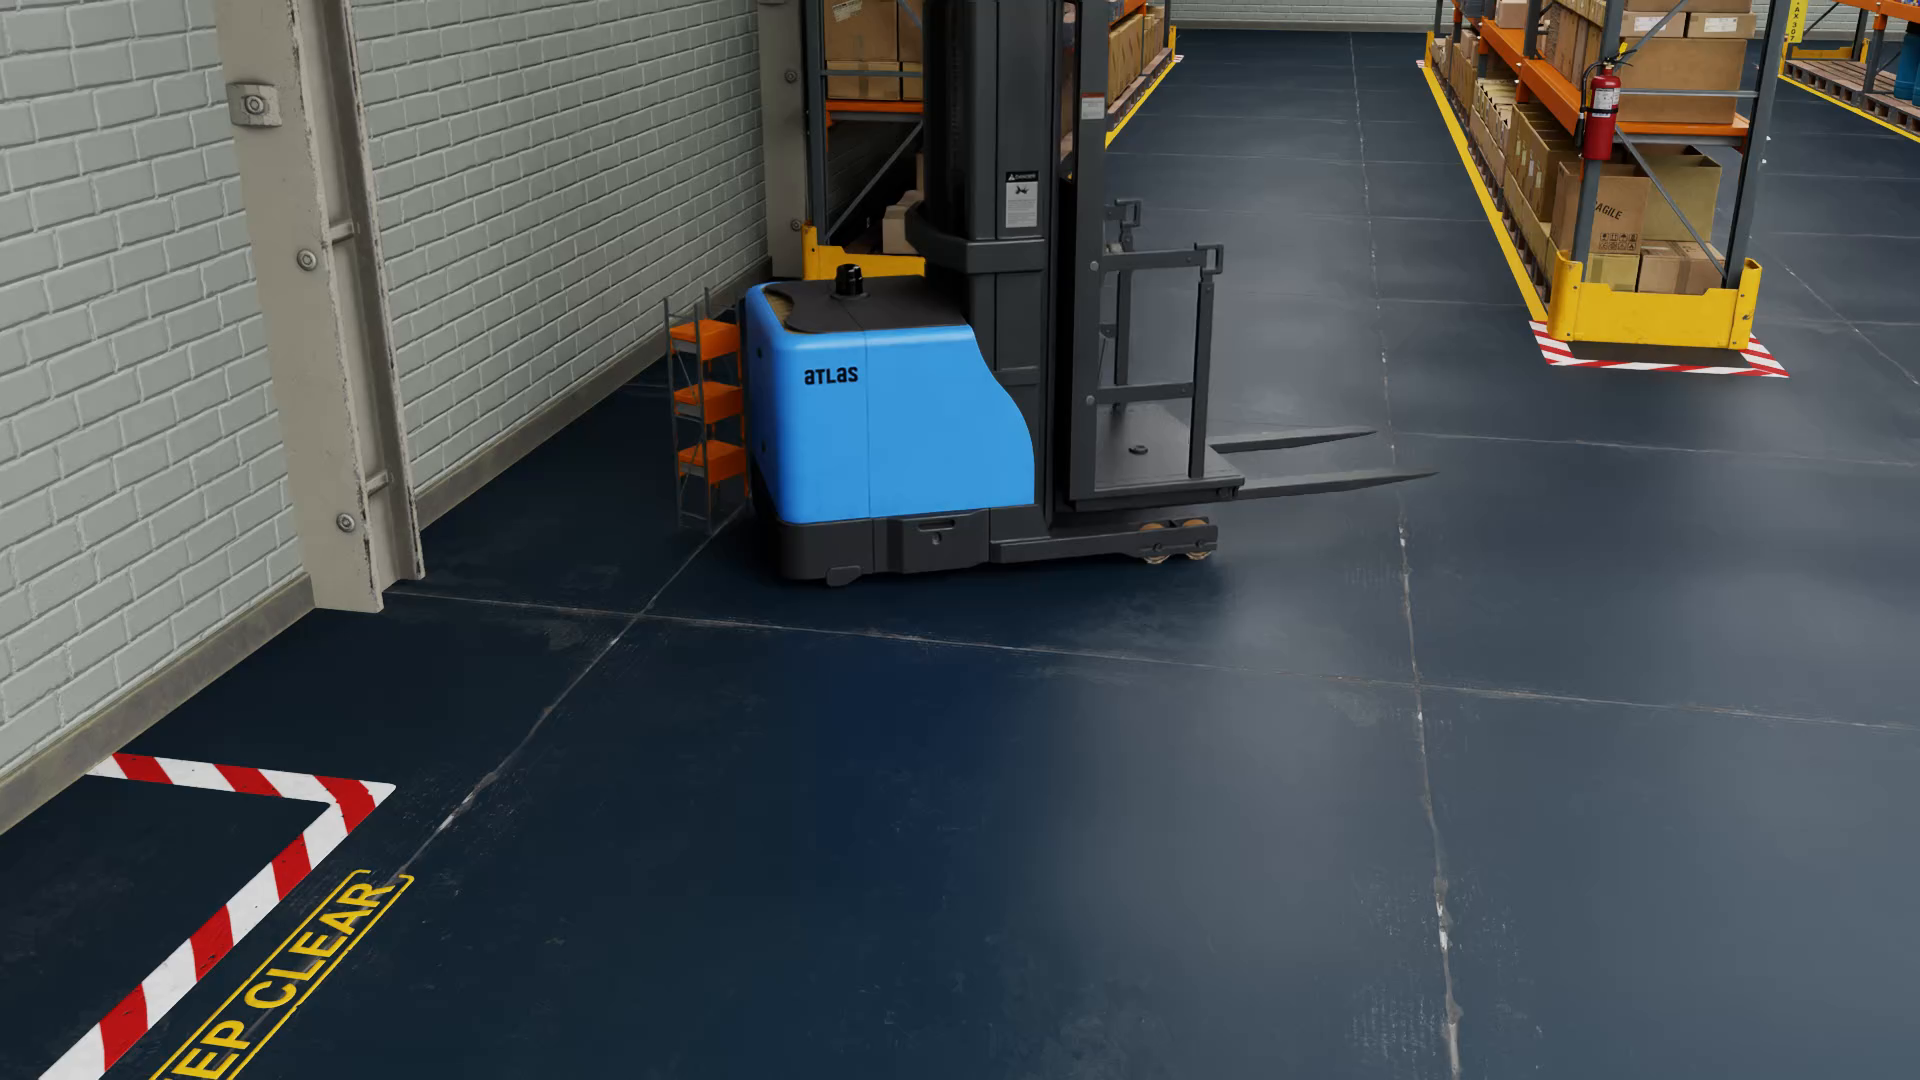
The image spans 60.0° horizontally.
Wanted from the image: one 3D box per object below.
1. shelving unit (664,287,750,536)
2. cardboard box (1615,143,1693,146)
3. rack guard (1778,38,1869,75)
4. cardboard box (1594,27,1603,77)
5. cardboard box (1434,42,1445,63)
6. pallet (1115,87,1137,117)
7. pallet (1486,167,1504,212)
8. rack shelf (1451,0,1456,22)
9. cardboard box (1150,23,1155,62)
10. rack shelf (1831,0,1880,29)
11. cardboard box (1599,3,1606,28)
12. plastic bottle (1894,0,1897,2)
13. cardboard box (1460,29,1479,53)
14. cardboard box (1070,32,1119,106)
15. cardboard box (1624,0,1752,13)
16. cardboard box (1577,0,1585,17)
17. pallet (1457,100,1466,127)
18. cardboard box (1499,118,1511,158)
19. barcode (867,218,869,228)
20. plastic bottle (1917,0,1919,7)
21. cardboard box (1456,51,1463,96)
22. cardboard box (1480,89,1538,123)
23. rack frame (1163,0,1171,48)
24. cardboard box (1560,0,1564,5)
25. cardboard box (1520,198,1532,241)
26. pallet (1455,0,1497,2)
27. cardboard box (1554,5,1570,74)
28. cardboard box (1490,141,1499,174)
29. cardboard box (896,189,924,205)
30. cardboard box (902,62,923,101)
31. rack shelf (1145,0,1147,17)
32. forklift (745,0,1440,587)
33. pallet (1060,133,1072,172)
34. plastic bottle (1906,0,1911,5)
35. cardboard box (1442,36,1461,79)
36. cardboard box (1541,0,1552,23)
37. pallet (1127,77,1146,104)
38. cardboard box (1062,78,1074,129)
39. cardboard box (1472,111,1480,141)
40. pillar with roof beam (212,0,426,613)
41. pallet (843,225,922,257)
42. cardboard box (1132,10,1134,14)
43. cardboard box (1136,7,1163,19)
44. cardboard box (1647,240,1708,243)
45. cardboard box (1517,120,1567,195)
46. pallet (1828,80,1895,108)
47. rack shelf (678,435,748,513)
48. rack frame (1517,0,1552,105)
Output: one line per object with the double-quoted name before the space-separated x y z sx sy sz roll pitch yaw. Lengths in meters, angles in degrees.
"shelving unit" -1.113 -0.565 7.350 0.215 1.050 0.252 16 27 34
"cardboard box" 4.979 -2.675 12.096 0.500 0.500 0.500 4 22 11
"rack guard" 12.449 -7.003 24.074 1.175 0.500 0.348 4 22 11
"cardboard box" 4.554 -3.089 10.875 0.700 0.500 0.500 5 22 12
"cardboard box" 7.016 -6.918 23.607 0.500 0.250 0.500 4 22 11
"pallet" 1.612 -5.416 20.520 1.003 0.211 1.213 4 22 11
"pallet" 5.272 -3.122 14.824 1.003 0.211 1.213 4 22 11
"rack shelf" 7.200 -7.467 22.842 1.077 0.370 4.000 4 22 11
"cardboard box" 2.408 -7.117 23.795 0.700 0.500 0.500 5 22 12
"rack shelf" 12.049 -7.088 21.901 1.077 0.370 4.000 4 22 11
"cardboard box" 4.339 -3.371 10.707 0.380 0.149 0.250 4 22 10
"plastic bottle" 11.148 -6.534 19.720 0.061 0.283 0.133 4 22 11
"cardboard box" 6.251 -5.938 19.834 0.500 0.250 0.500 5 22 11
"cardboard box" 1.404 -5.439 19.159 0.750 0.750 0.750 4 22 10
"cardboard box" 4.462 -3.518 10.203 0.700 0.500 0.500 5 22 11
"cardboard box" 4.549 -3.749 11.646 0.380 0.149 0.250 4 22 10
"pallet" 6.417 -5.028 19.555 1.003 0.211 1.213 4 22 11
"cardboard box" 4.962 -3.493 14.379 0.500 0.311 0.500 4 22 11
"barcode" -0.665 -2.301 12.050 0.001 0.075 0.075 4 22 11
"plastic bottle" 10.967 -6.210 18.913 0.061 0.283 0.133 4 22 11
"cardboard box" 6.248 -5.577 19.944 0.500 0.500 0.500 5 22 12
"cardboard box" 5.376 -4.238 16.228 0.500 0.311 0.500 4 22 9
"rack frame" 2.758 -8.908 25.458 1.000 3.000 0.127 4 22 11
"cardboard box" 4.761 -4.125 12.578 0.380 0.149 0.250 4 22 10
"cardboard box" 4.458 -2.368 12.337 0.500 0.250 0.500 4 22 11
"pallet" 6.522 -6.696 20.222 1.003 0.211 1.213 4 22 11
"cardboard box" 4.974 -3.834 12.723 0.700 0.500 0.500 4 22 10
"cardboard box" 5.066 -3.421 14.952 0.500 0.250 0.500 4 22 10
"cardboard box" -0.161 -2.468 12.477 0.500 0.311 0.500 6 23 15
"cardboard box" -0.096 -3.151 11.336 0.500 0.250 0.500 4 22 9
"rack shelf" 2.350 -7.843 23.776 1.077 0.370 4.000 4 22 11
"forklift" 0.624 -1.447 7.024 3.031 2.935 1.130 -5 23 -13
"pallet" 0.714 -3.959 16.900 1.003 0.211 1.213 4 22 11
"plastic bottle" 11.099 -6.359 19.293 0.152 0.276 0.135 4 22 11
"cardboard box" 6.631 -6.344 21.847 0.500 0.500 0.500 4 22 11
"cardboard box" 5.440 -4.662 14.780 0.500 0.500 0.500 6 23 15
"pallet" 1.858 -5.864 21.631 1.003 0.211 1.213 4 22 11
"cardboard box" 0.811 -4.580 17.468 0.700 0.500 0.500 4 22 11
"cardboard box" 5.480 -4.173 16.817 0.500 0.250 0.500 4 22 9
"pillar with roof beam" 1.780 -3.639 4.344 9.100 9.000 0.400 4 22 11
"pallet" -0.291 -2.085 12.249 1.003 0.211 1.213 4 22 11
"cardboard box" 2.338 -7.672 24.303 0.380 0.149 0.250 5 22 12
"cardboard box" 2.814 -7.826 24.687 0.380 0.149 0.250 5 22 12
"cardboard box" 4.769 -1.962 11.329 0.500 0.250 0.500 4 22 11
"cardboard box" 4.555 -2.899 12.652 0.500 0.500 0.500 4 22 11
"pallet" 11.753 -5.669 21.146 1.003 0.211 1.213 4 22 11
"rack shelf" -1.113 -0.297 7.457 0.215 0.259 0.240 16 27 34
"rack frame" 5.160 -4.143 13.626 1.000 3.000 0.127 4 22 11
